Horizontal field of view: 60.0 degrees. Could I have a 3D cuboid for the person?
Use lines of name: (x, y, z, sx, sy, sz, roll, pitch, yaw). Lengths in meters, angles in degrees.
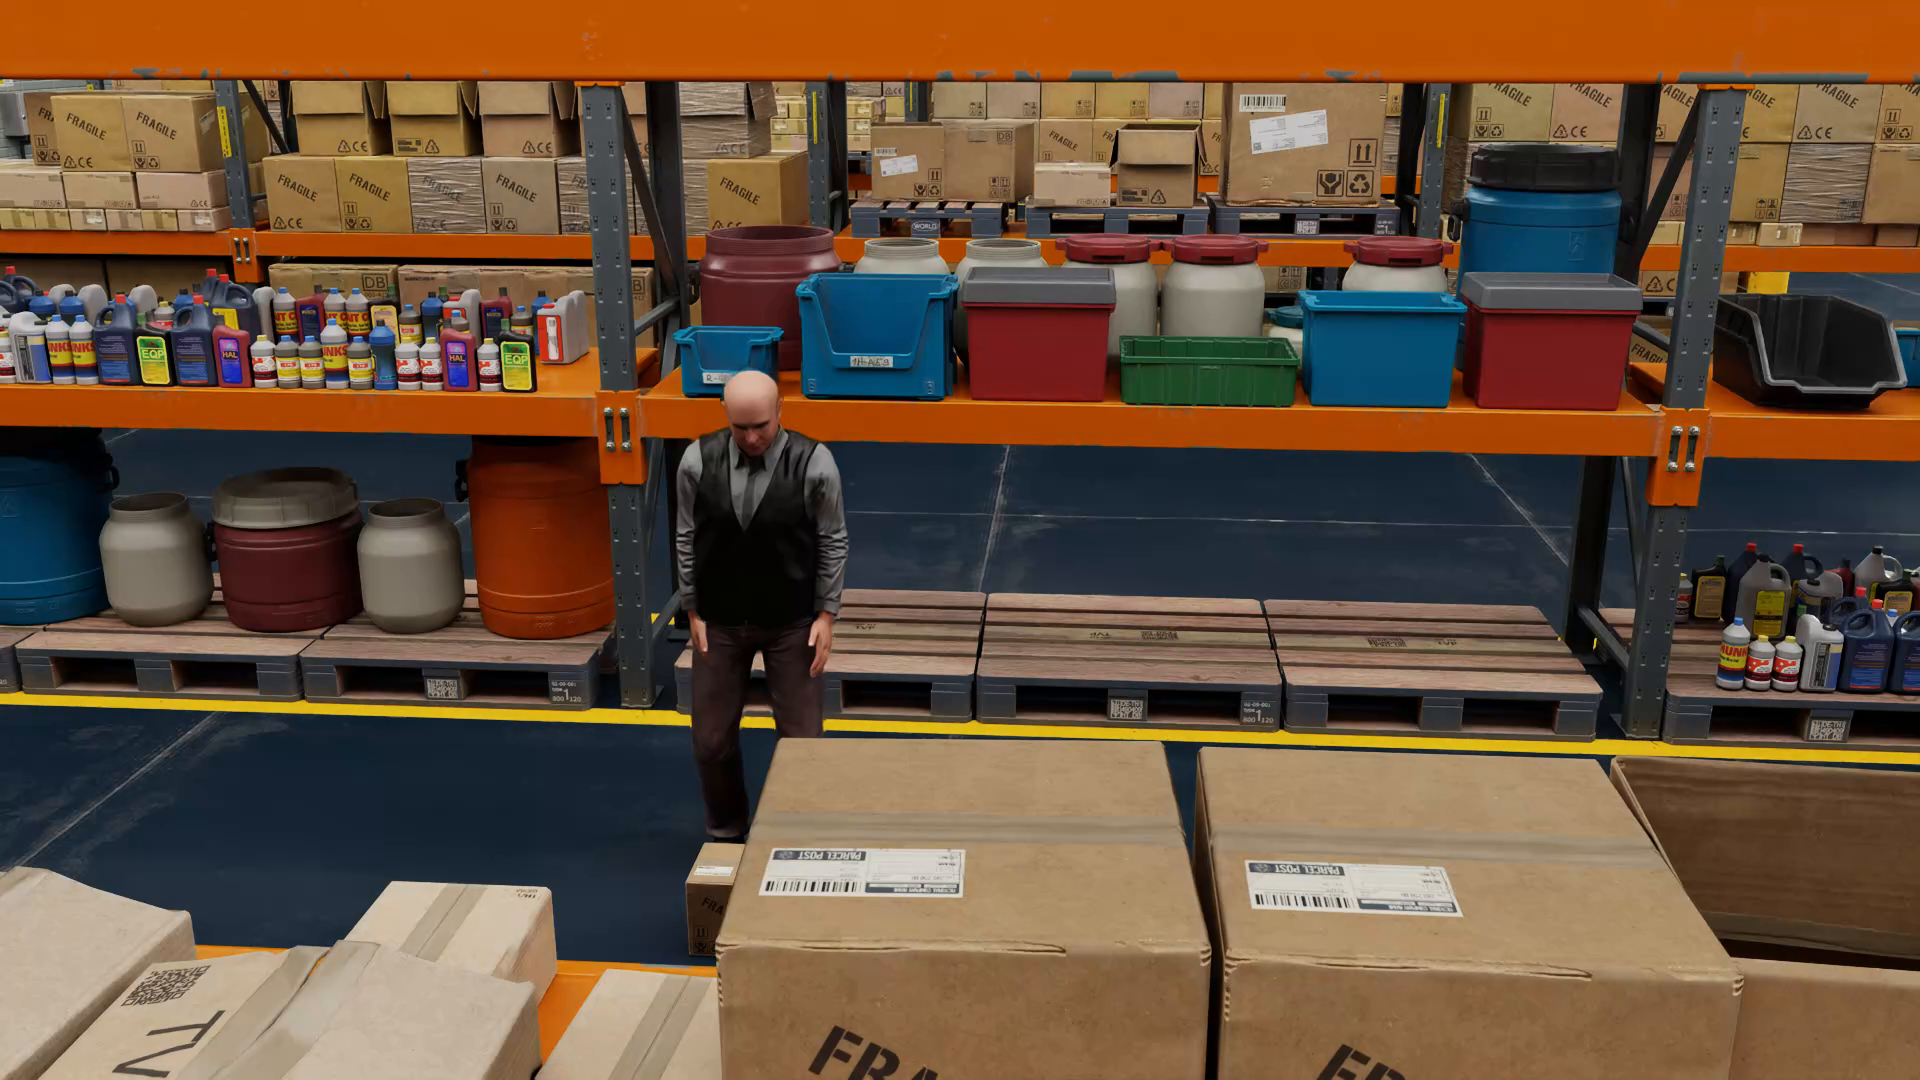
person: (-0.622, 0.276, 5.309, 0.552, 1.685, 0.410, 2, 17, 5)
